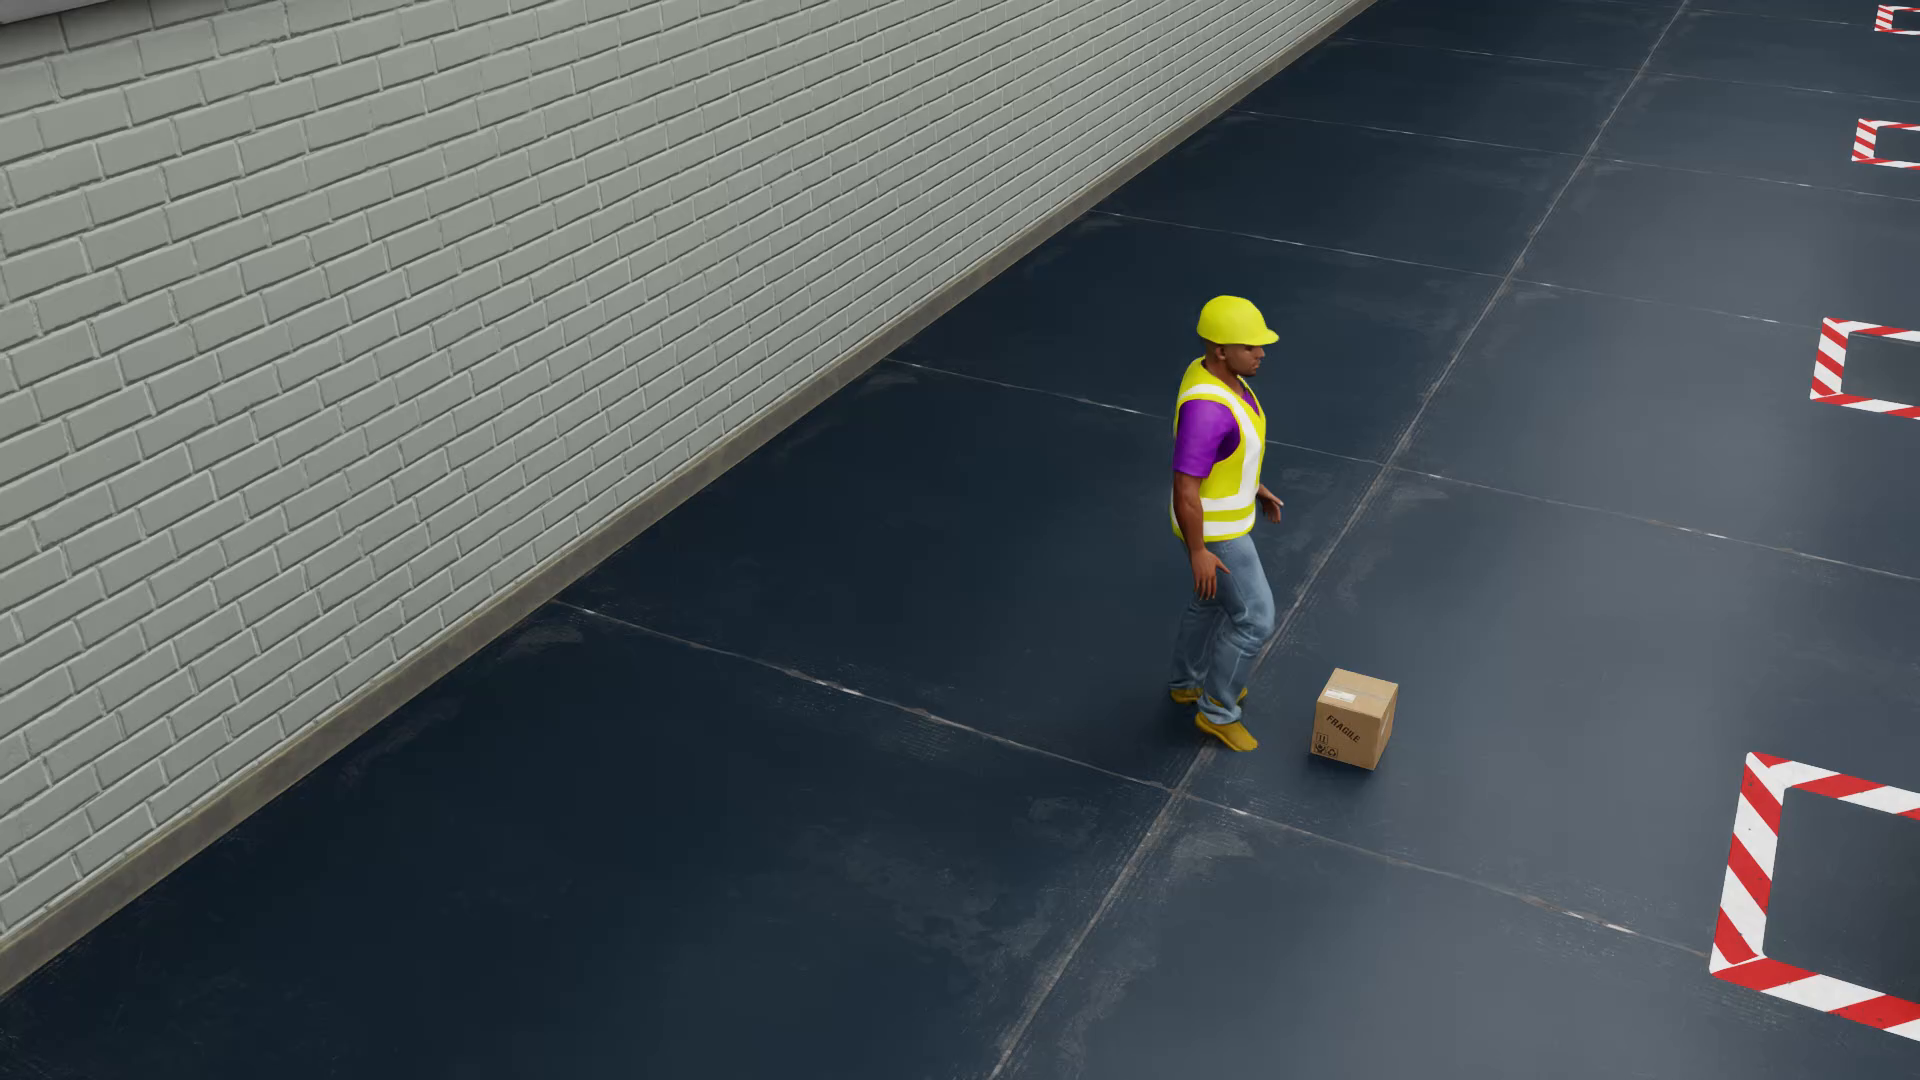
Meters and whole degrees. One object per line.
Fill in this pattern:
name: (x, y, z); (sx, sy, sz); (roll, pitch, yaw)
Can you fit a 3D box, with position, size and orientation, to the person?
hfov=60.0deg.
person: (0.993, -0.034, 6.220); (0.450, 1.822, 0.676); (3, 30, 5)
